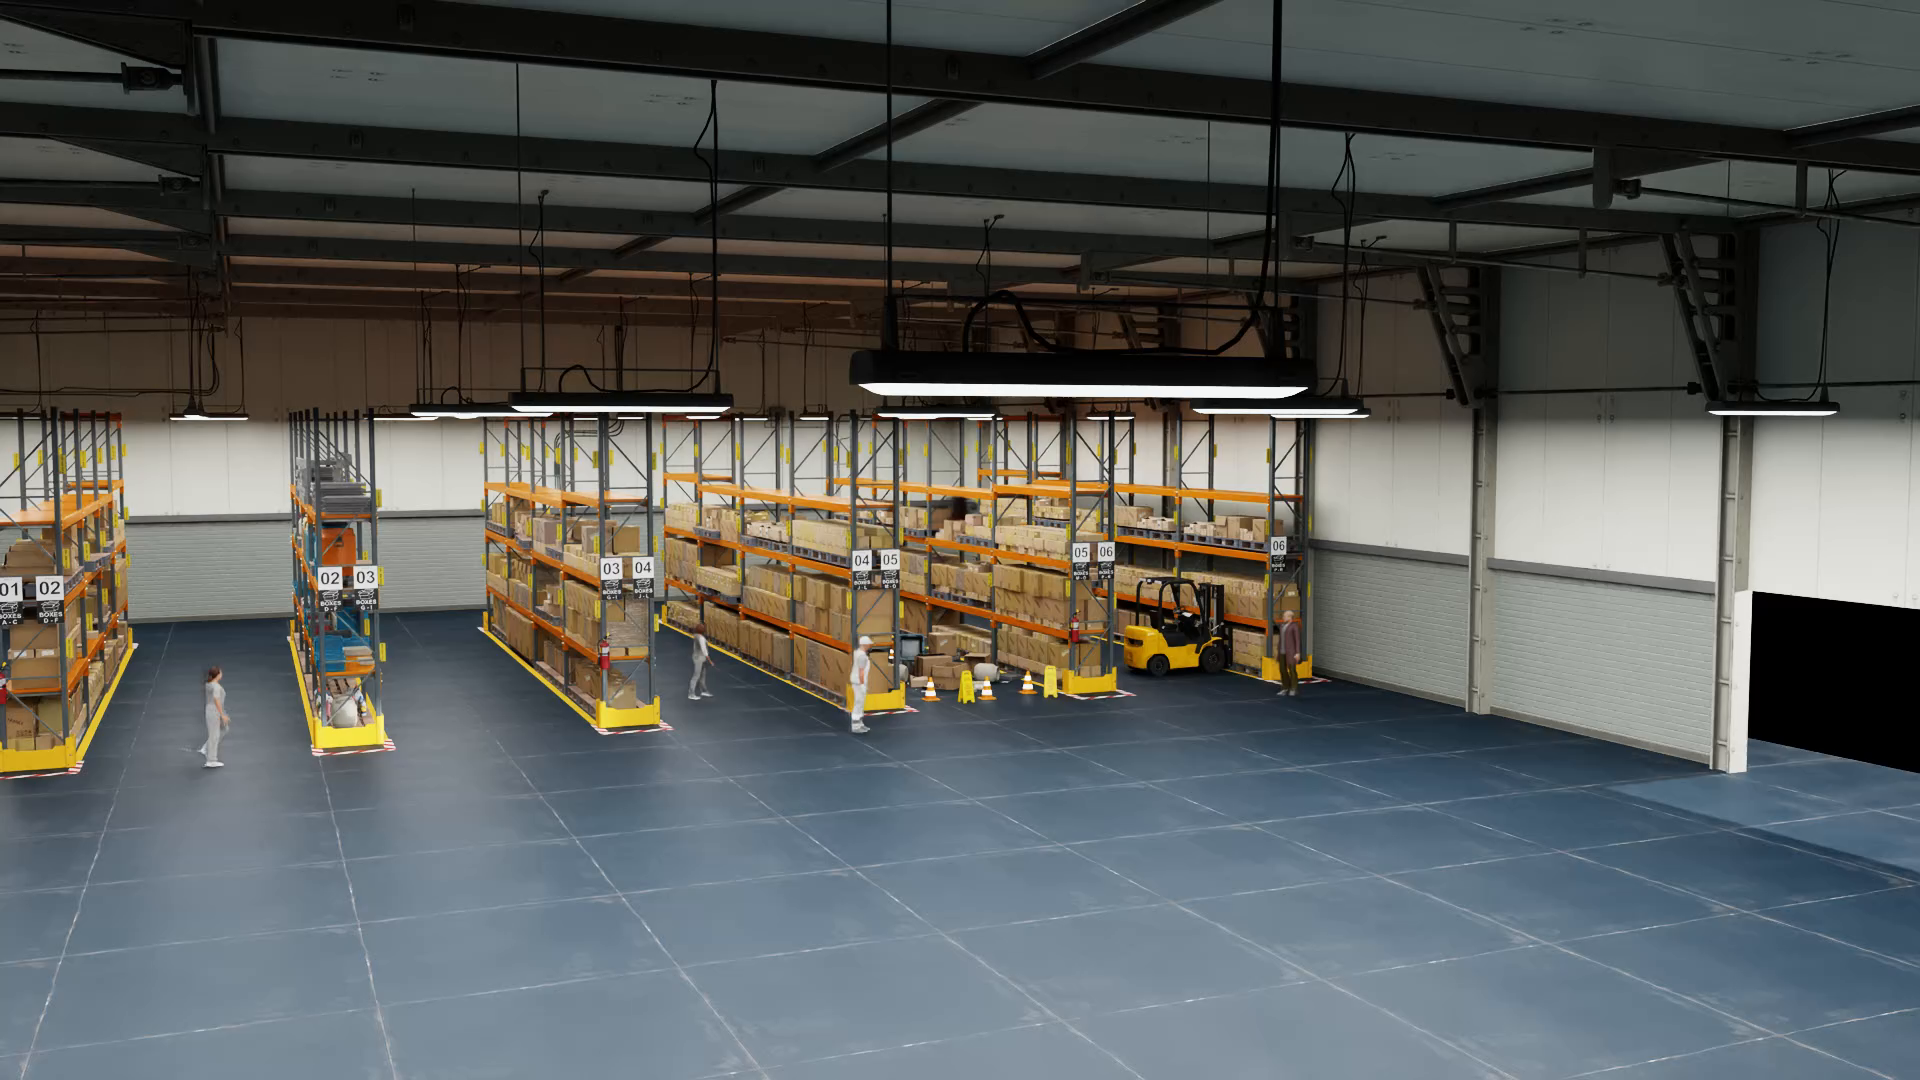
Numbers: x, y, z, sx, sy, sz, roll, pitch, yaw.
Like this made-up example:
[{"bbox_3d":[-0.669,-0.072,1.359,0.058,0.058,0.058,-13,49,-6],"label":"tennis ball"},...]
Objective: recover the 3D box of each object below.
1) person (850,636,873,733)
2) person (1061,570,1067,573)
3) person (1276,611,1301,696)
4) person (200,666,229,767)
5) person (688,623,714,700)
[{"bbox_3d":[-1.821,2.675,30.834,0.437,1.793,0.562,-1,4,-10],"label":"person"},{"bbox_3d":[2.502,1.681,41.252,0.610,1.875,0.583,-2,5,-30],"label":"person"},{"bbox_3d":[6.918,2.393,34.963,0.400,1.824,0.676,-3,5,-34],"label":"person"},{"bbox_3d":[-12.503,2.939,27.875,0.477,1.672,0.582,-2,4,-22],"label":"person"},{"bbox_3d":[-5.410,2.570,34.654,0.565,1.493,0.590,-1,4,-14],"label":"person"}]
